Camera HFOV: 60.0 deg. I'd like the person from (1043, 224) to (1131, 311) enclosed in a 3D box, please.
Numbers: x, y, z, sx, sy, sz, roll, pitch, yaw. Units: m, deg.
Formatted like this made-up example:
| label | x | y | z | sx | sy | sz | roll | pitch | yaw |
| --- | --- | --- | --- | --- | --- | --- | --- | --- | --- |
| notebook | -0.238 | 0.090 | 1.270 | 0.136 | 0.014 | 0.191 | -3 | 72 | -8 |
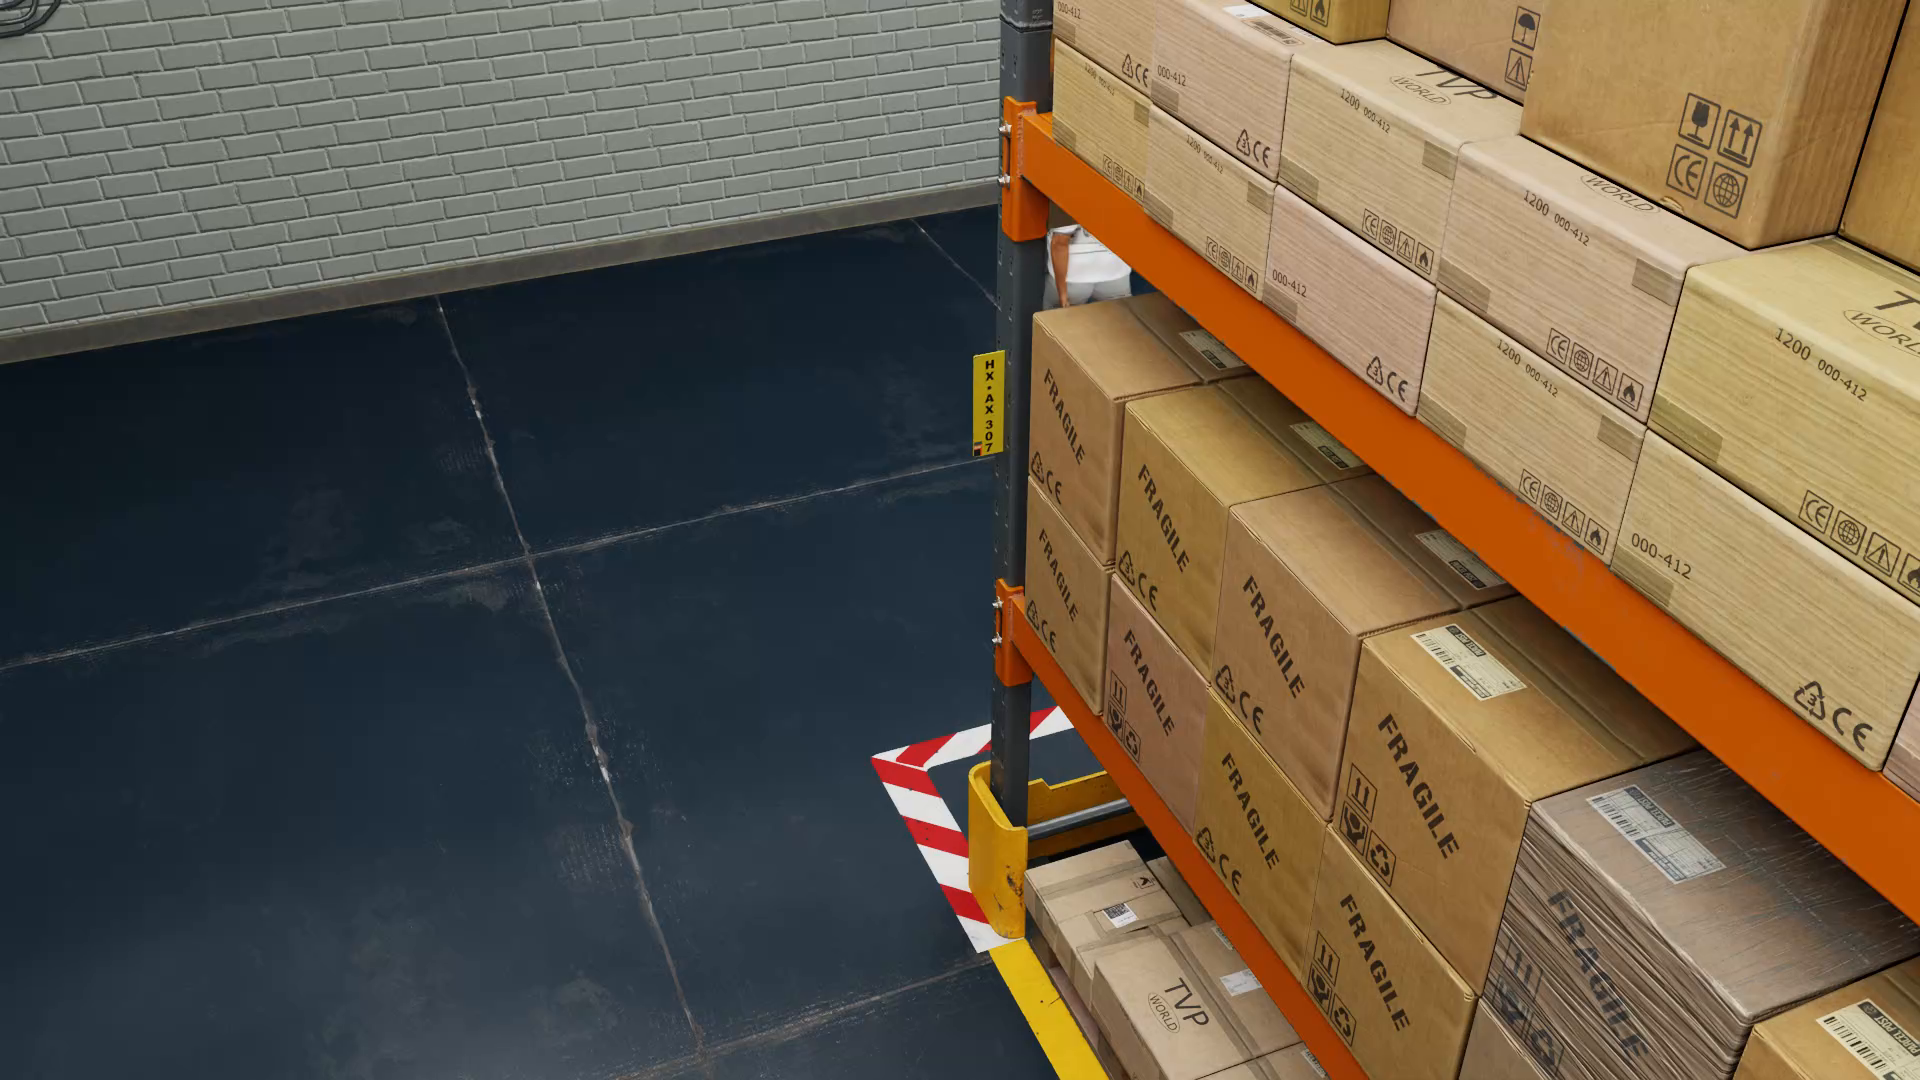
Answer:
| label | x | y | z | sx | sy | sz | roll | pitch | yaw |
| --- | --- | --- | --- | --- | --- | --- | --- | --- | --- |
| person | 0.624 | -1.280 | 8.041 | 0.471 | 1.620 | 0.914 | -8 | 35 | -12 |
